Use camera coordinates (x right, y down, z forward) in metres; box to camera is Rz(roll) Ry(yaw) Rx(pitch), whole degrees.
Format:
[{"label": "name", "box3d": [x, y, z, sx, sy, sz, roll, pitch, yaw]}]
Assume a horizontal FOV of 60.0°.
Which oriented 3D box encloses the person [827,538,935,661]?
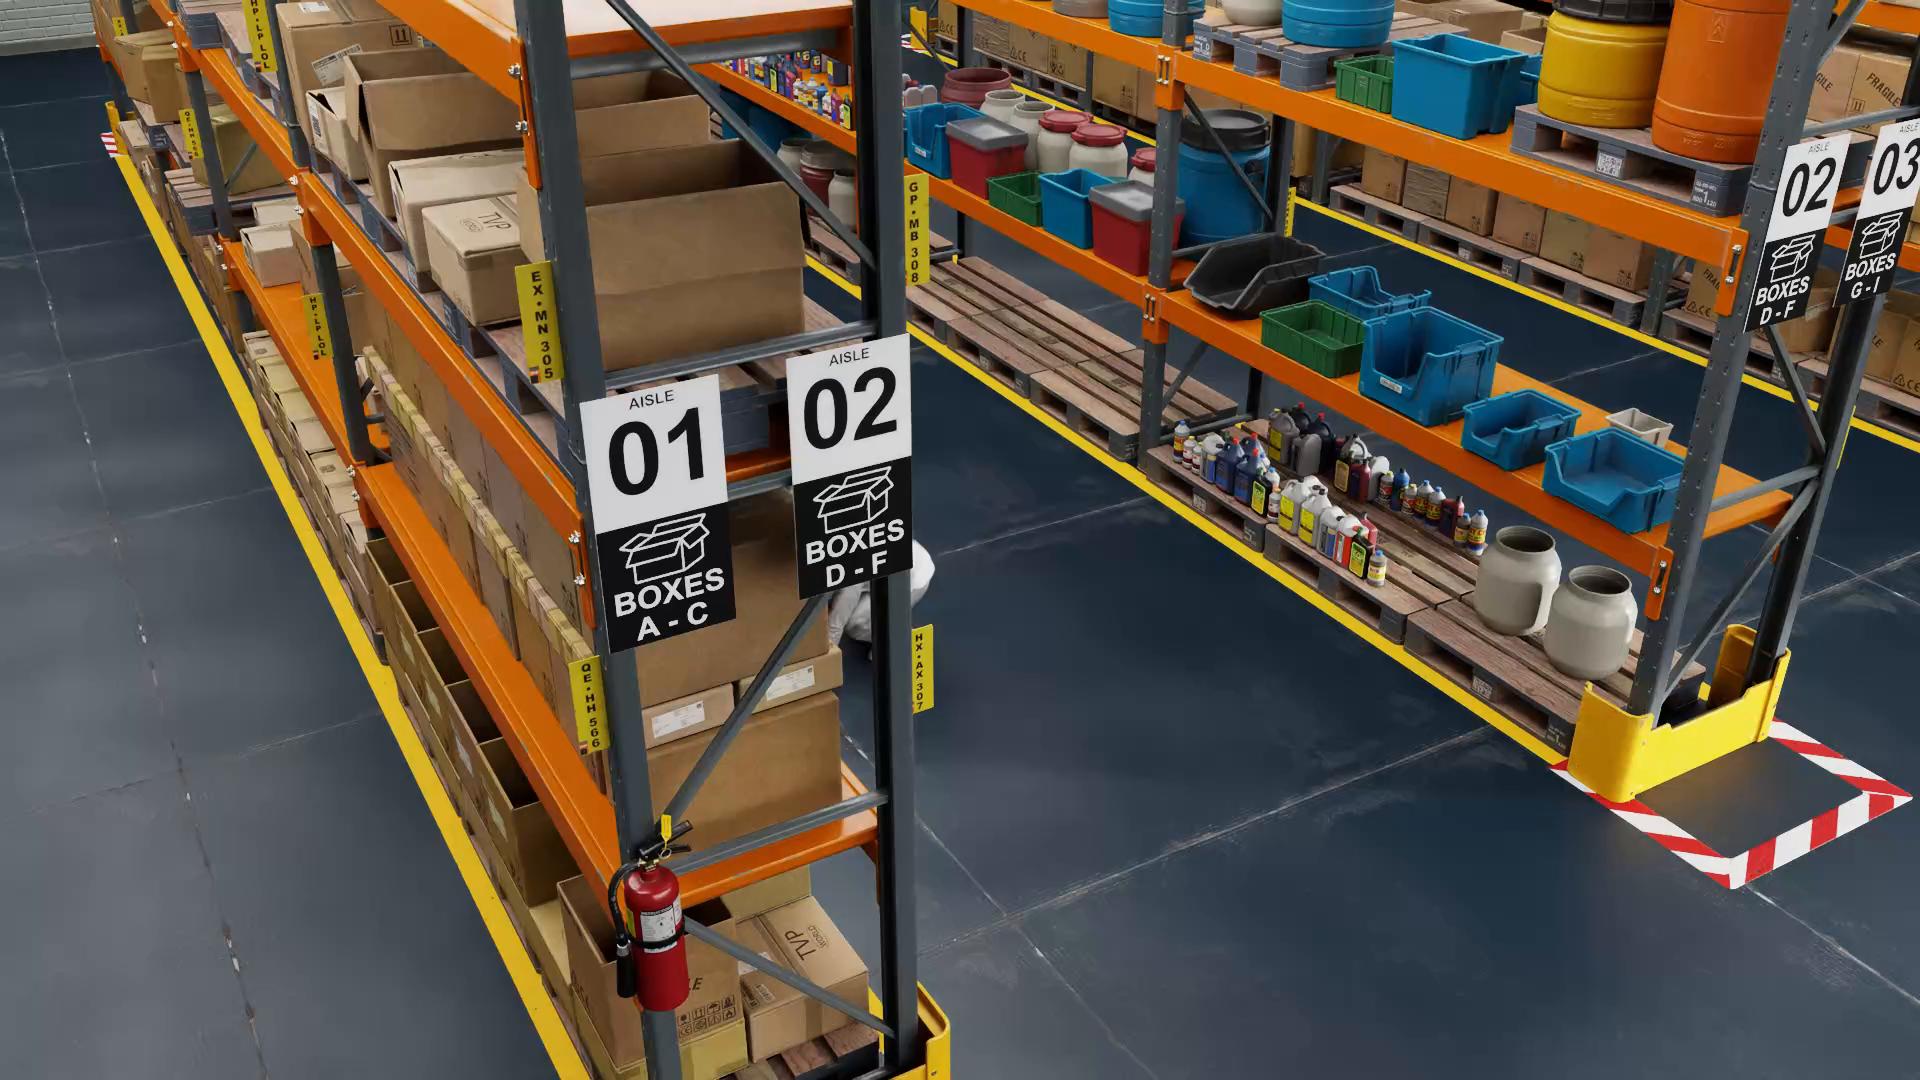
[{"label": "person", "box3d": [-0.604, 0.311, 9.085, 0.964, 0.854, 0.521, -16, 33, -27]}]
